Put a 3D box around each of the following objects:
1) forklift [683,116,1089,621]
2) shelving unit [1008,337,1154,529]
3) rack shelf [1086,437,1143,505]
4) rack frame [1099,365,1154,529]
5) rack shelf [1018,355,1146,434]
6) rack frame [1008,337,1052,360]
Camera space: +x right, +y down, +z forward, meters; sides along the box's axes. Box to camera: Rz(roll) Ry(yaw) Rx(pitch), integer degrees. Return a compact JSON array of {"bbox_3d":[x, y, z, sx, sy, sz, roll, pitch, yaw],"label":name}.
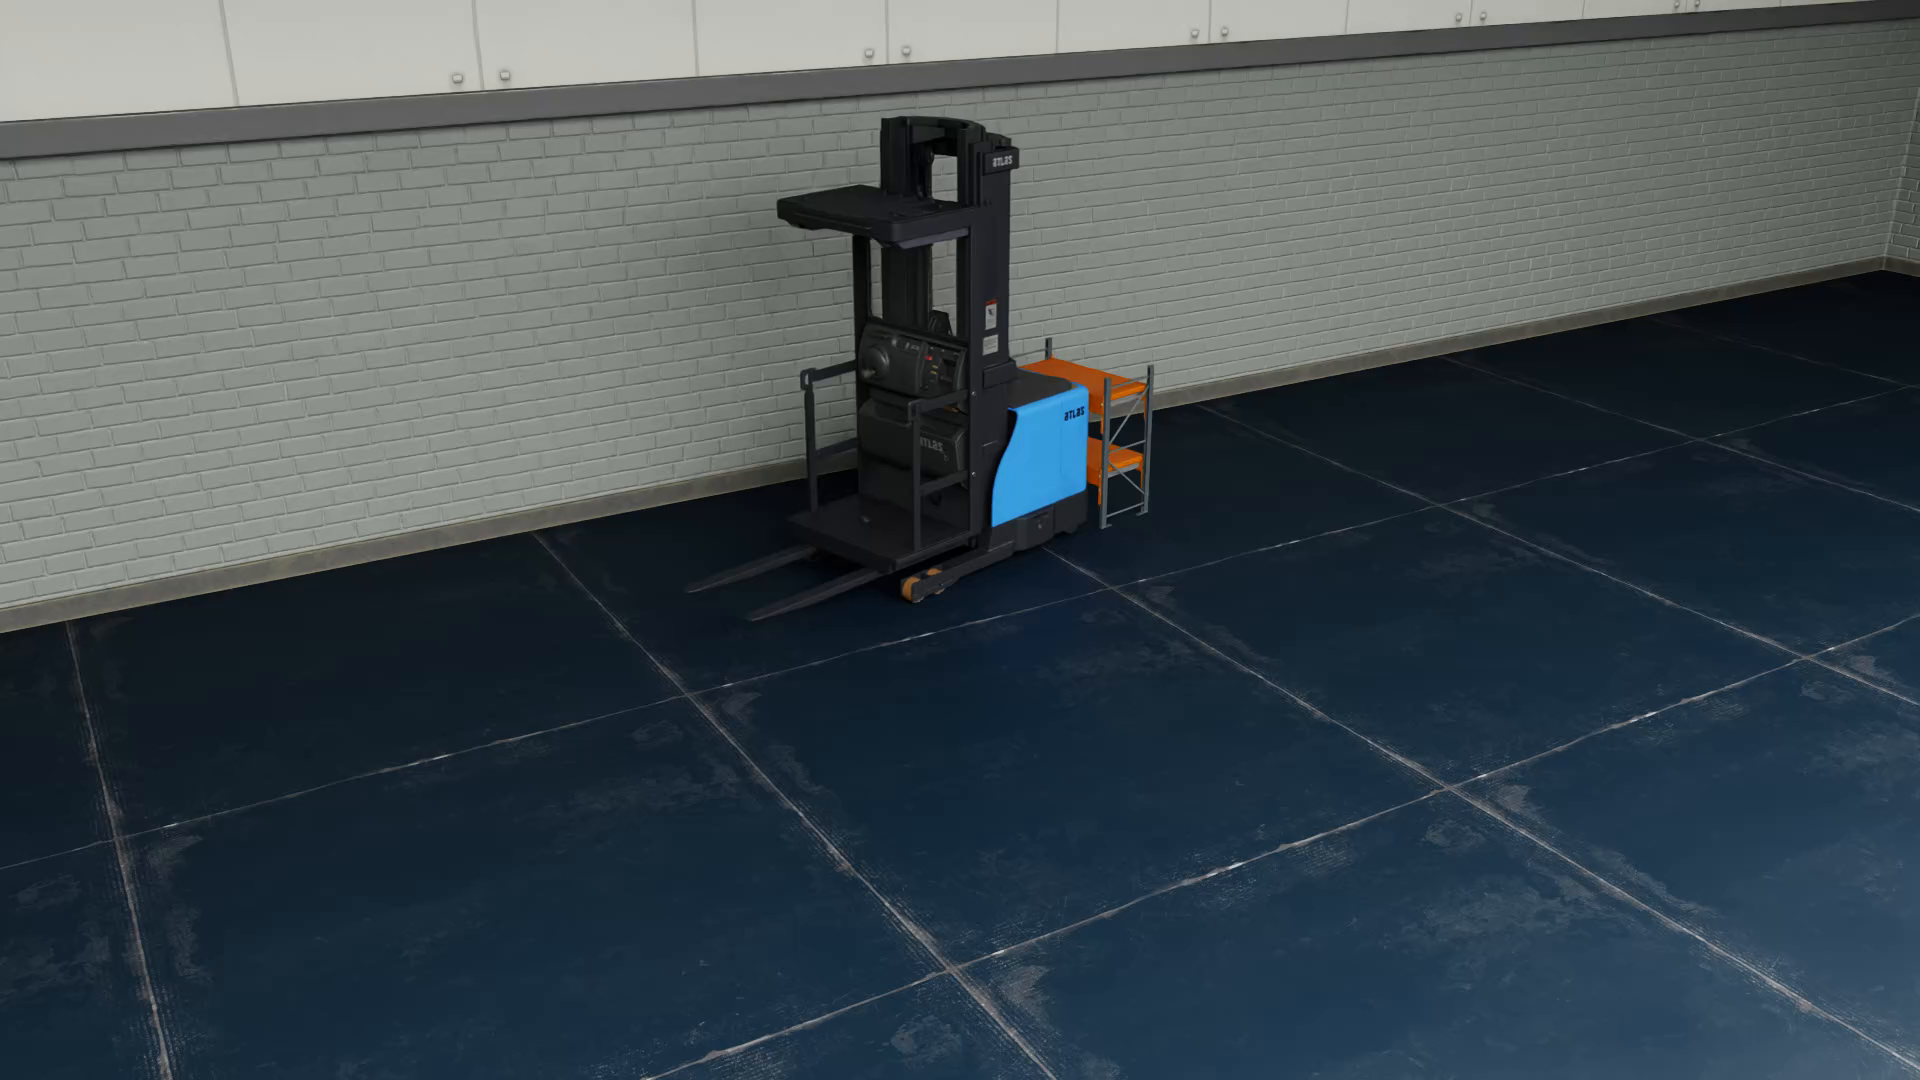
[{"bbox_3d":[-0.461,-1.166,10.787,1.130,2.935,3.031,20,29,40],"label":"forklift"},{"bbox_3d":[0.852,-0.808,12.306,0.538,1.125,1.048,-19,29,-39],"label":"shelving unit"},{"bbox_3d":[0.852,-0.582,12.398,0.538,0.278,1.000,-19,29,-39],"label":"rack shelf"},{"bbox_3d":[1.198,-0.668,11.961,0.500,1.125,0.032,-19,29,-39],"label":"rack frame"},{"bbox_3d":[0.852,-1.079,12.196,0.538,0.278,1.000,-19,29,-39],"label":"rack shelf"},{"bbox_3d":[0.505,-0.948,12.650,0.500,1.125,0.032,-19,29,-39],"label":"rack frame"}]
